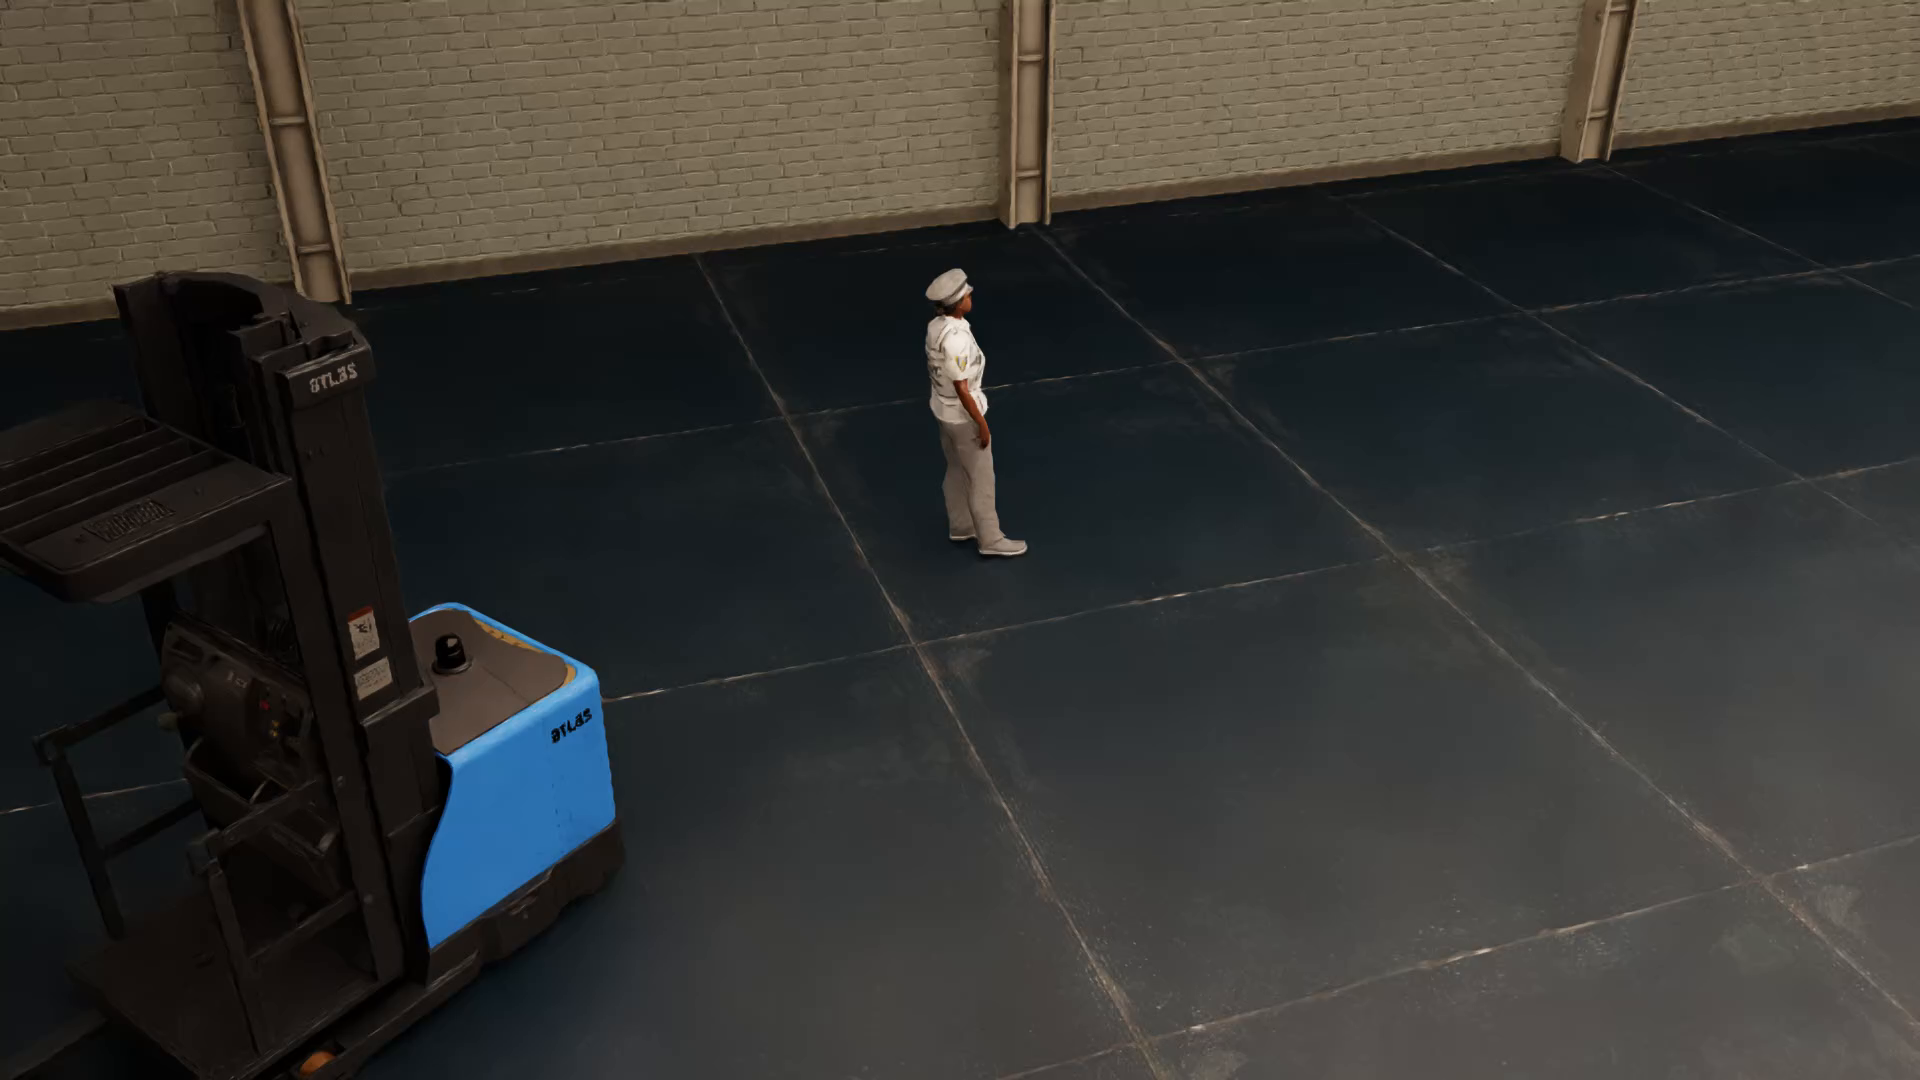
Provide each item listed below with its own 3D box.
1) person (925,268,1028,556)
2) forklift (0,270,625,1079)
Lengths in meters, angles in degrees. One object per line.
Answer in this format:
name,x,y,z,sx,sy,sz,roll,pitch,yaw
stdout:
person,0.077,-0.743,9.605,0.529,1.693,0.570,-10,31,-16
forklift,-2.779,0.649,5.959,1.130,2.935,3.031,20,36,31
